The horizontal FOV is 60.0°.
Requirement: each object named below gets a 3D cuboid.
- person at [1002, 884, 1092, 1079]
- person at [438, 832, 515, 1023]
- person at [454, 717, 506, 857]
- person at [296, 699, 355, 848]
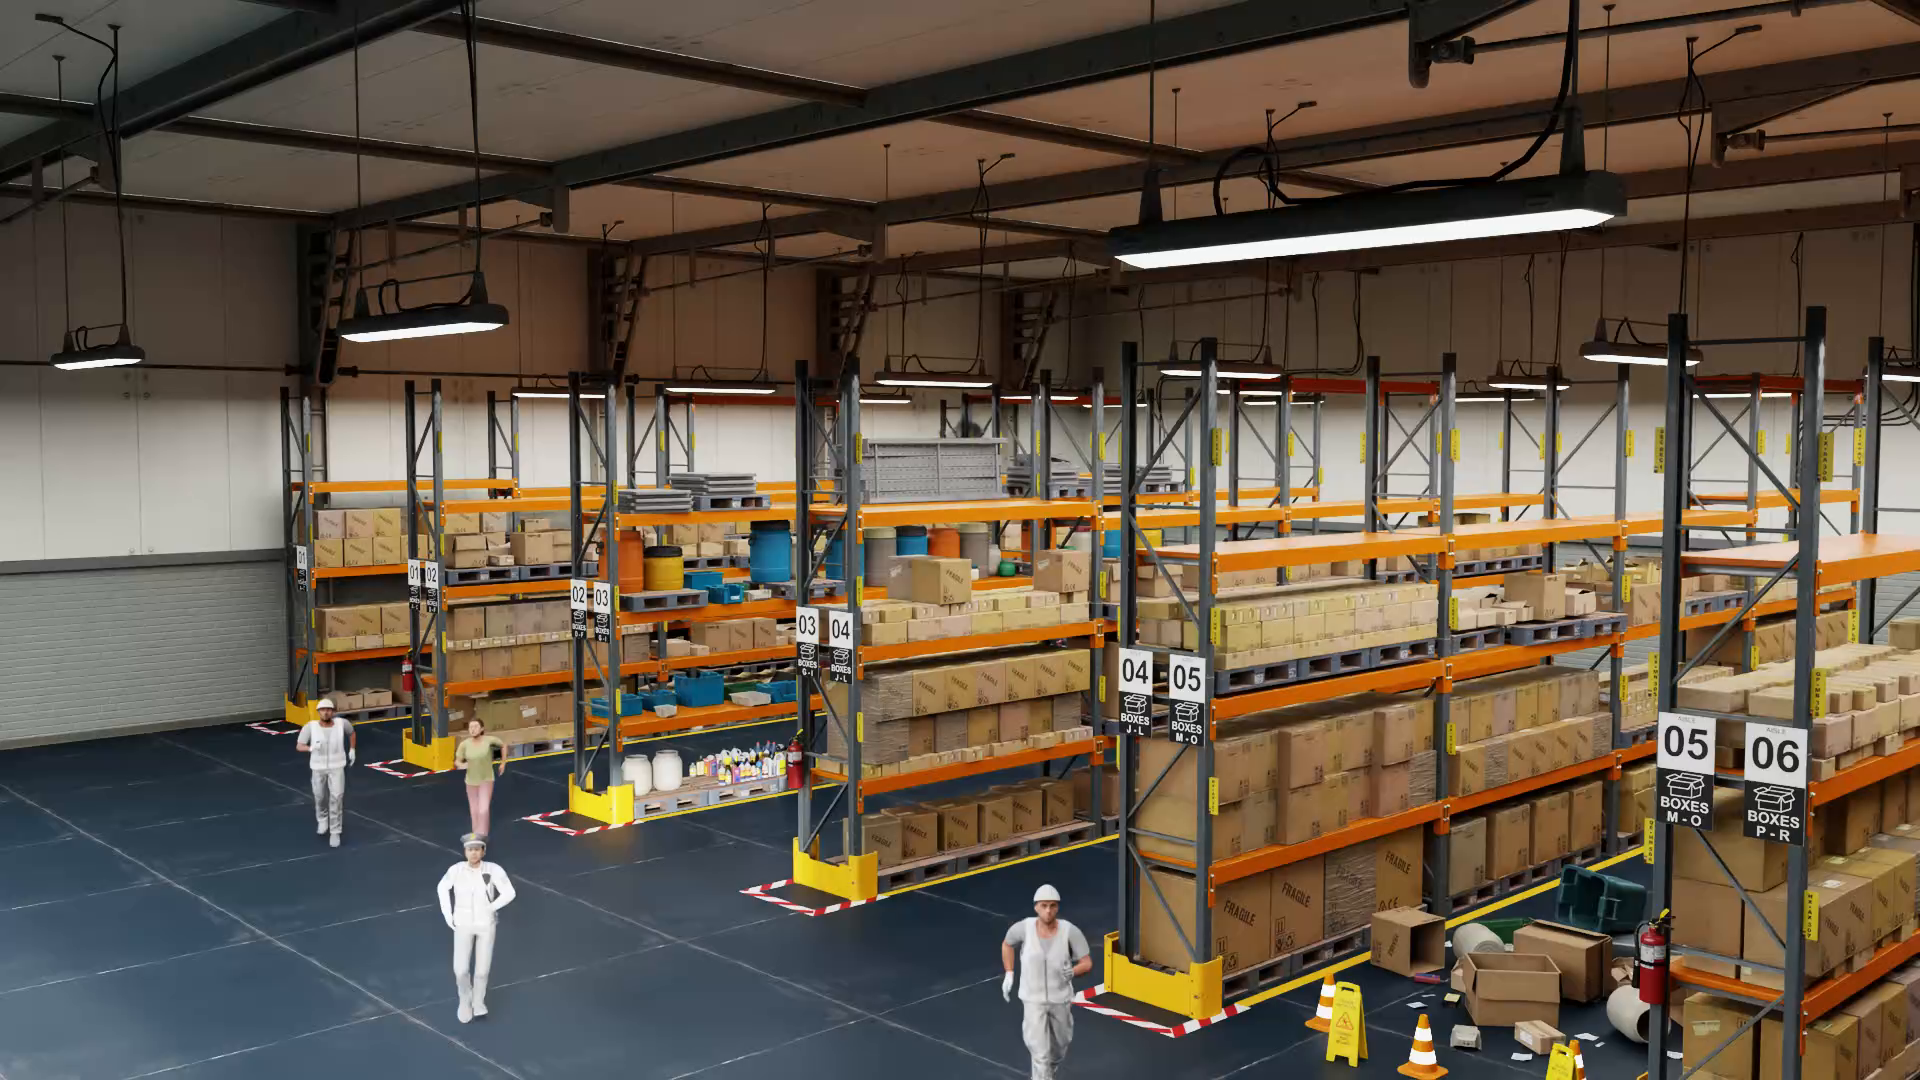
[{"bbox_3d":[0.652,3.442,12.465,0.661,1.769,0.993,0,4,-3],"label":"person"},{"bbox_3d":[-4.241,3.387,14.574,0.673,1.687,0.573,-1,4,-10],"label":"person"},{"bbox_3d":[-5.923,3.020,20.556,0.580,1.699,0.859,0,4,-4],"label":"person"},{"bbox_3d":[-8.017,2.903,21.047,0.704,1.813,0.906,-1,4,-21],"label":"person"}]
